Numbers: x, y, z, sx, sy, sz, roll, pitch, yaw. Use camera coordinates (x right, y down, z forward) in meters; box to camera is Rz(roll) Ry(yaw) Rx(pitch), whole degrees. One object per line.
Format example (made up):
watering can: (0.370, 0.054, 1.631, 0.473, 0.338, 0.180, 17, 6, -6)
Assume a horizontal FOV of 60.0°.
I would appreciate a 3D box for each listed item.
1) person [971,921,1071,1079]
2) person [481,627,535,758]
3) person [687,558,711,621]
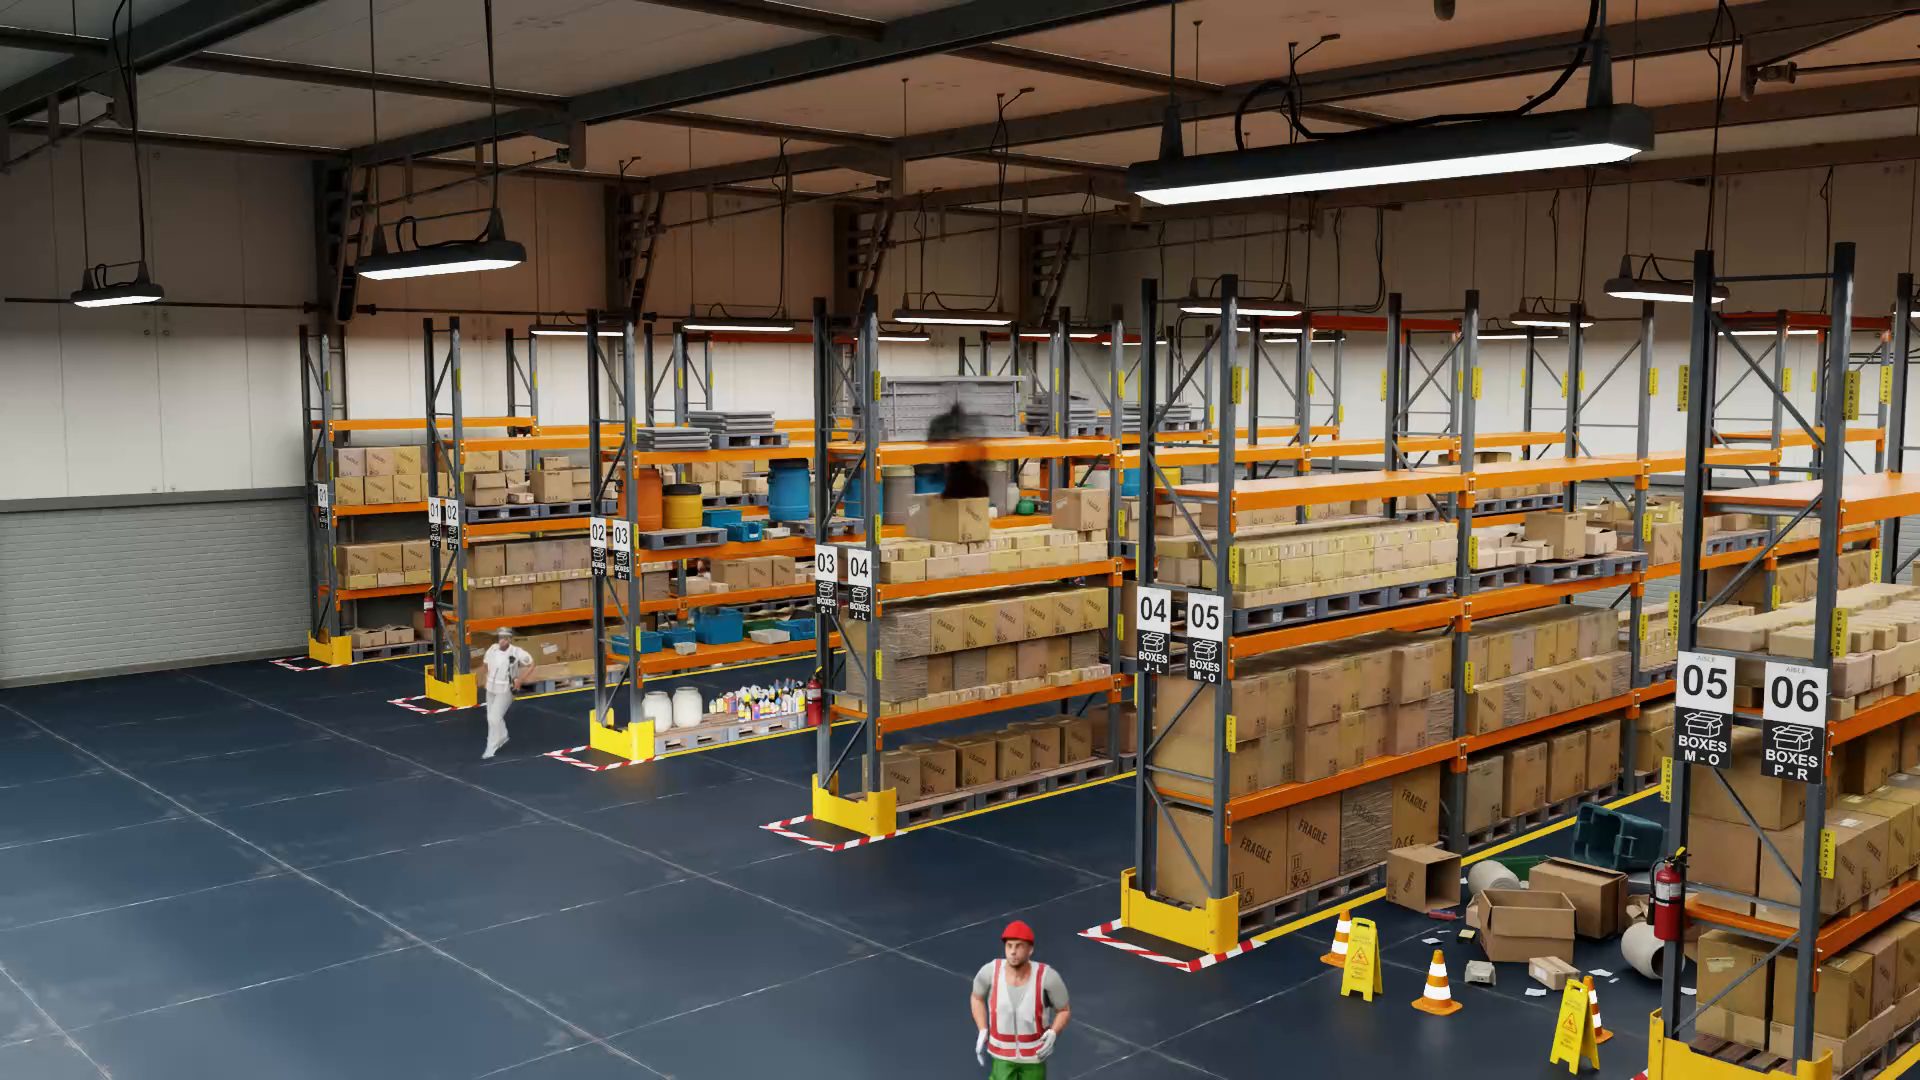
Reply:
person: (0.373, 3.247, 10.408, 0.637, 1.749, 0.607, 0, 6, 4)
person: (-6.155, 2.054, 22.439, 0.674, 1.800, 0.739, 2, 6, 22)
person: (-4.927, 1.156, 31.561, 0.538, 1.628, 0.576, 5, 8, 43)
